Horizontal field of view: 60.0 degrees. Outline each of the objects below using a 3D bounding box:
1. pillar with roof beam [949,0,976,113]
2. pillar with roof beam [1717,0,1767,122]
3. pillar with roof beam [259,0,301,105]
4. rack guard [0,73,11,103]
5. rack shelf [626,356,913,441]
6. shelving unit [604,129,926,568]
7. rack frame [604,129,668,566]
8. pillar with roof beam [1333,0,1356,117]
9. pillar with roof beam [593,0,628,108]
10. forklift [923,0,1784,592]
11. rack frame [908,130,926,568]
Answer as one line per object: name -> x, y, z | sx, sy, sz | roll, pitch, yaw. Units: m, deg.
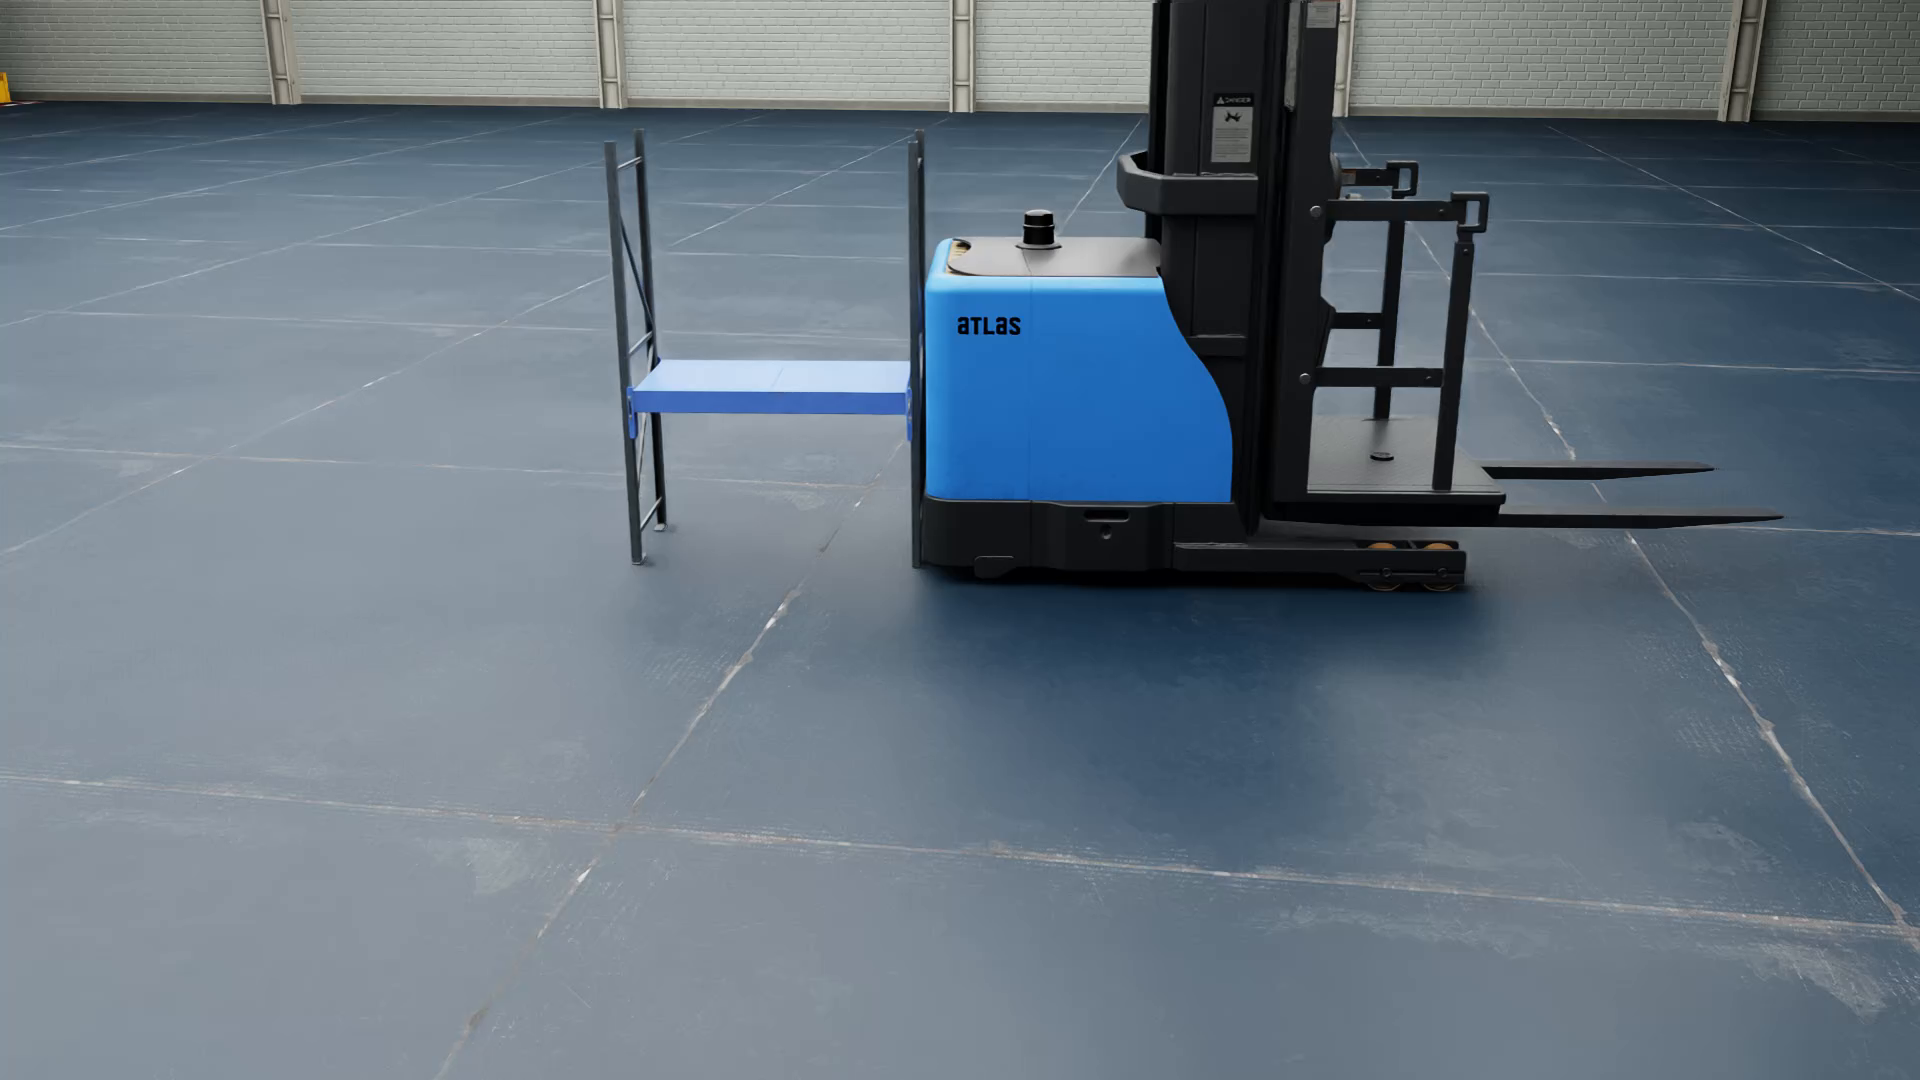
pillar with roof beam -> -0.639, -9.972, 21.924 | 0.400, 9.000, 9.100 | 3, 19, 9
pillar with roof beam -> 11.209, -9.368, 20.119 | 0.400, 9.000, 9.100 | 3, 19, 9
pillar with roof beam -> -12.487, -10.576, 23.729 | 0.400, 9.000, 9.100 | 3, 19, 9
rack guard -> -17.160, -7.877, 29.058 | 0.348, 0.500, 1.175 | 3, 19, 9
rack shelf -> -0.658, -0.523, 6.069 | 1.000, 0.185, 0.538 | 1, 19, 2
shelving unit -> -0.658, -0.693, 6.012 | 1.048, 1.500, 0.538 | 1, 19, 2
rack frame -> -1.167, -0.698, 6.026 | 0.032, 1.500, 0.500 | 1, 19, 2
pillar with roof beam -> 5.285, -9.670, 21.021 | 0.400, 9.000, 9.100 | 3, 19, 9
pillar with roof beam -> -6.563, -10.274, 22.826 | 0.400, 9.000, 9.100 | 3, 19, 9
forklift -> 1.397, -1.381, 5.813 | 3.031, 2.935, 1.130 | 1, 19, 2
rack frame -> -0.150, -0.688, 5.997 | 0.032, 1.500, 0.500 | 1, 19, 2
